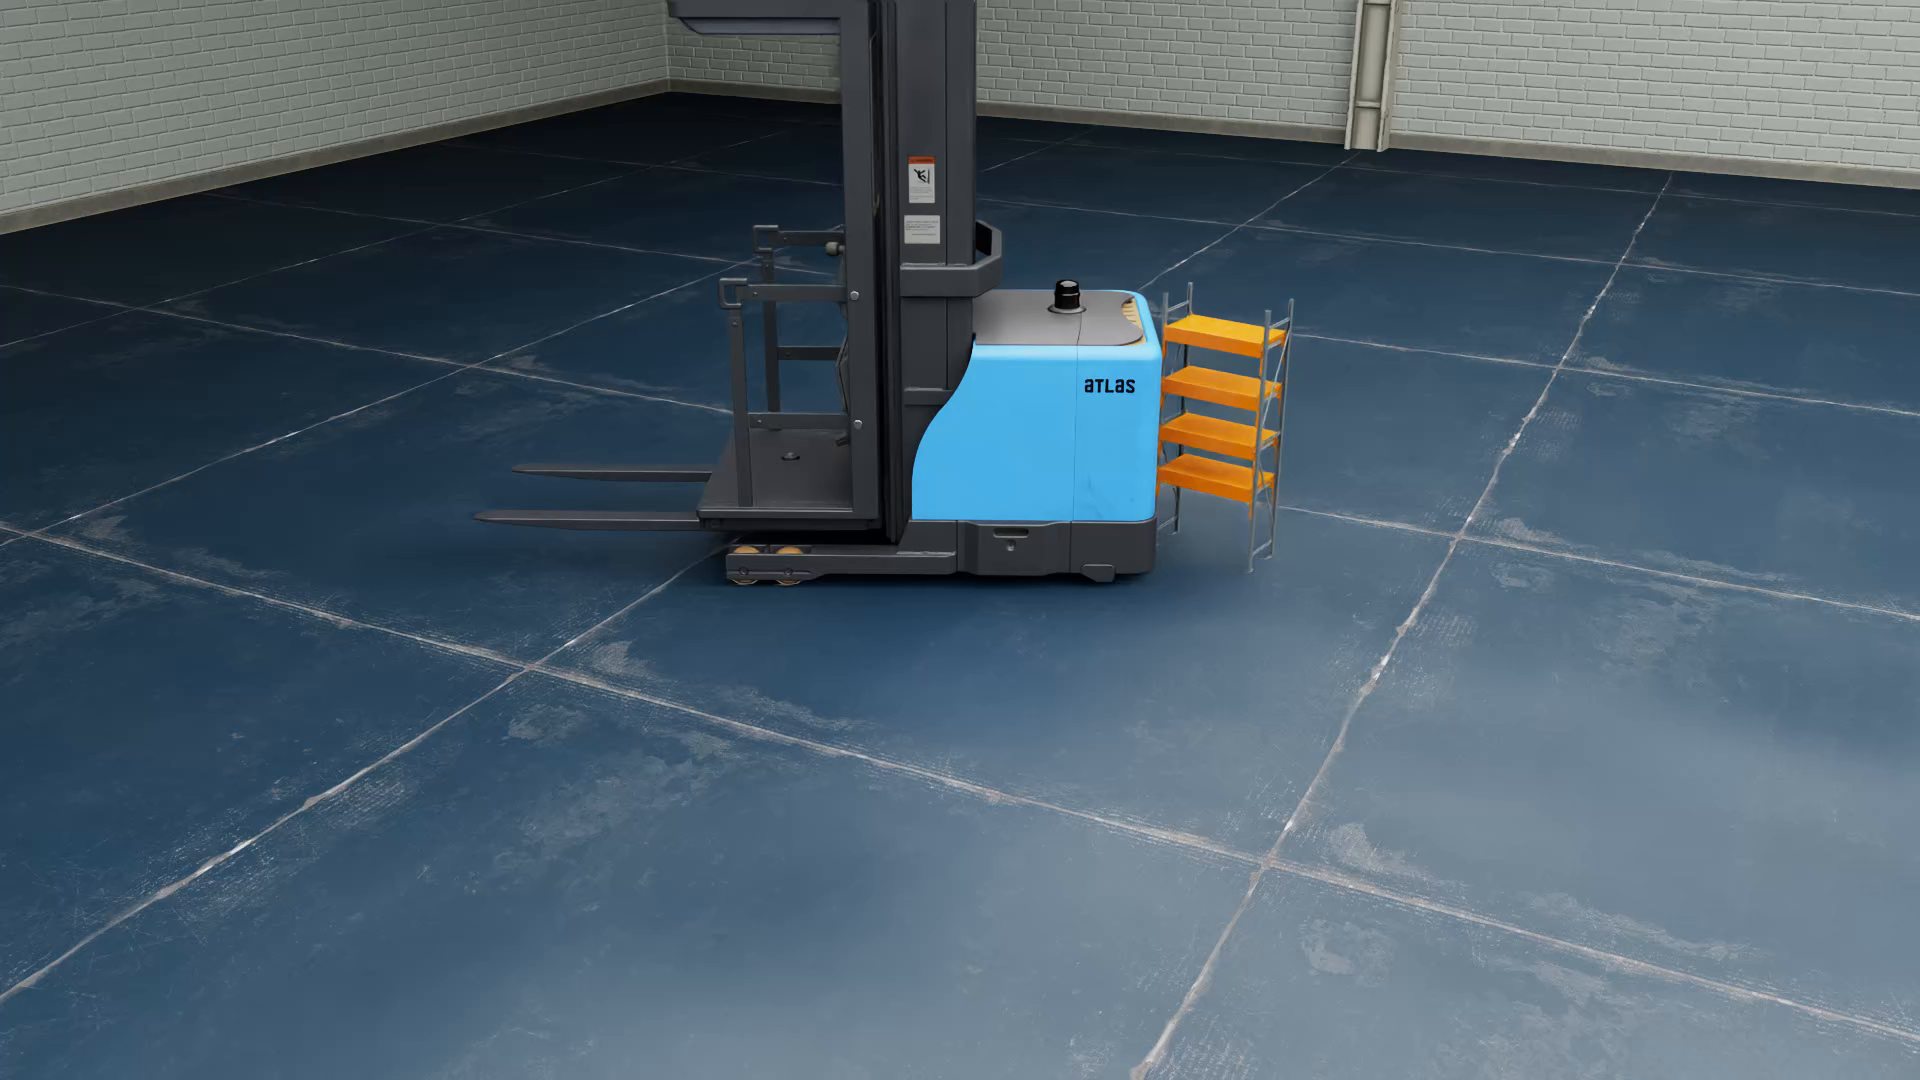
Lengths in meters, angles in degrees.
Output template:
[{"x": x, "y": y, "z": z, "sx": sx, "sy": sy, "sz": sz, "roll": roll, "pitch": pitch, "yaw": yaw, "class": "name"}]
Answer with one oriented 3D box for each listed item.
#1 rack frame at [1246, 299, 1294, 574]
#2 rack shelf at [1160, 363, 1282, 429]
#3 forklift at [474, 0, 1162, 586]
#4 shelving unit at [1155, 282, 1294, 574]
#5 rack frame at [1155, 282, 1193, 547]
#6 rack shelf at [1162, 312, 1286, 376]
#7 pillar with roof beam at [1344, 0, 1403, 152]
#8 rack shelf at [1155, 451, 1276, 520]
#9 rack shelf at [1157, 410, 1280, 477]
[{"x": 1.350, "y": -0.439, "z": 7.248, "sx": 0.015, "sy": 1.200, "sz": 0.240, "roll": 16, "pitch": 28, "yaw": 33, "class": "rack frame"}, {"x": 1.152, "y": -0.639, "z": 7.319, "sx": 0.480, "sy": 0.148, "sz": 0.258, "roll": 16, "pitch": 28, "yaw": 33, "class": "rack shelf"}, {"x": -0.647, "y": -1.355, "z": 7.192, "sx": 3.031, "sy": 2.935, "sz": 1.130, "roll": 1, "pitch": 23, "yaw": 1, "class": "forklift"}, {"x": 1.152, "y": -0.495, "z": 7.380, "sx": 0.503, "sy": 1.200, "sz": 0.258, "roll": 16, "pitch": 28, "yaw": 33, "class": "shelving unit"}, {"x": 0.955, "y": -0.551, "z": 7.513, "sx": 0.015, "sy": 1.200, "sz": 0.240, "roll": 16, "pitch": 28, "yaw": 33, "class": "rack frame"}, {"x": 1.152, "y": -0.856, "z": 7.227, "sx": 0.480, "sy": 0.148, "sz": 0.258, "roll": 16, "pitch": 28, "yaw": 33, "class": "rack shelf"}, {"x": 2.308, "y": -6.737, "z": 12.092, "sx": 0.400, "sy": 9.000, "sz": 9.100, "roll": 11, "pitch": 25, "yaw": 25, "class": "pillar with roof beam"}, {"x": 1.152, "y": -0.250, "z": 7.485, "sx": 0.480, "sy": 0.148, "sz": 0.258, "roll": 16, "pitch": 28, "yaw": 33, "class": "rack shelf"}, {"x": 1.152, "y": -0.433, "z": 7.407, "sx": 0.480, "sy": 0.148, "sz": 0.258, "roll": 16, "pitch": 28, "yaw": 33, "class": "rack shelf"}]
